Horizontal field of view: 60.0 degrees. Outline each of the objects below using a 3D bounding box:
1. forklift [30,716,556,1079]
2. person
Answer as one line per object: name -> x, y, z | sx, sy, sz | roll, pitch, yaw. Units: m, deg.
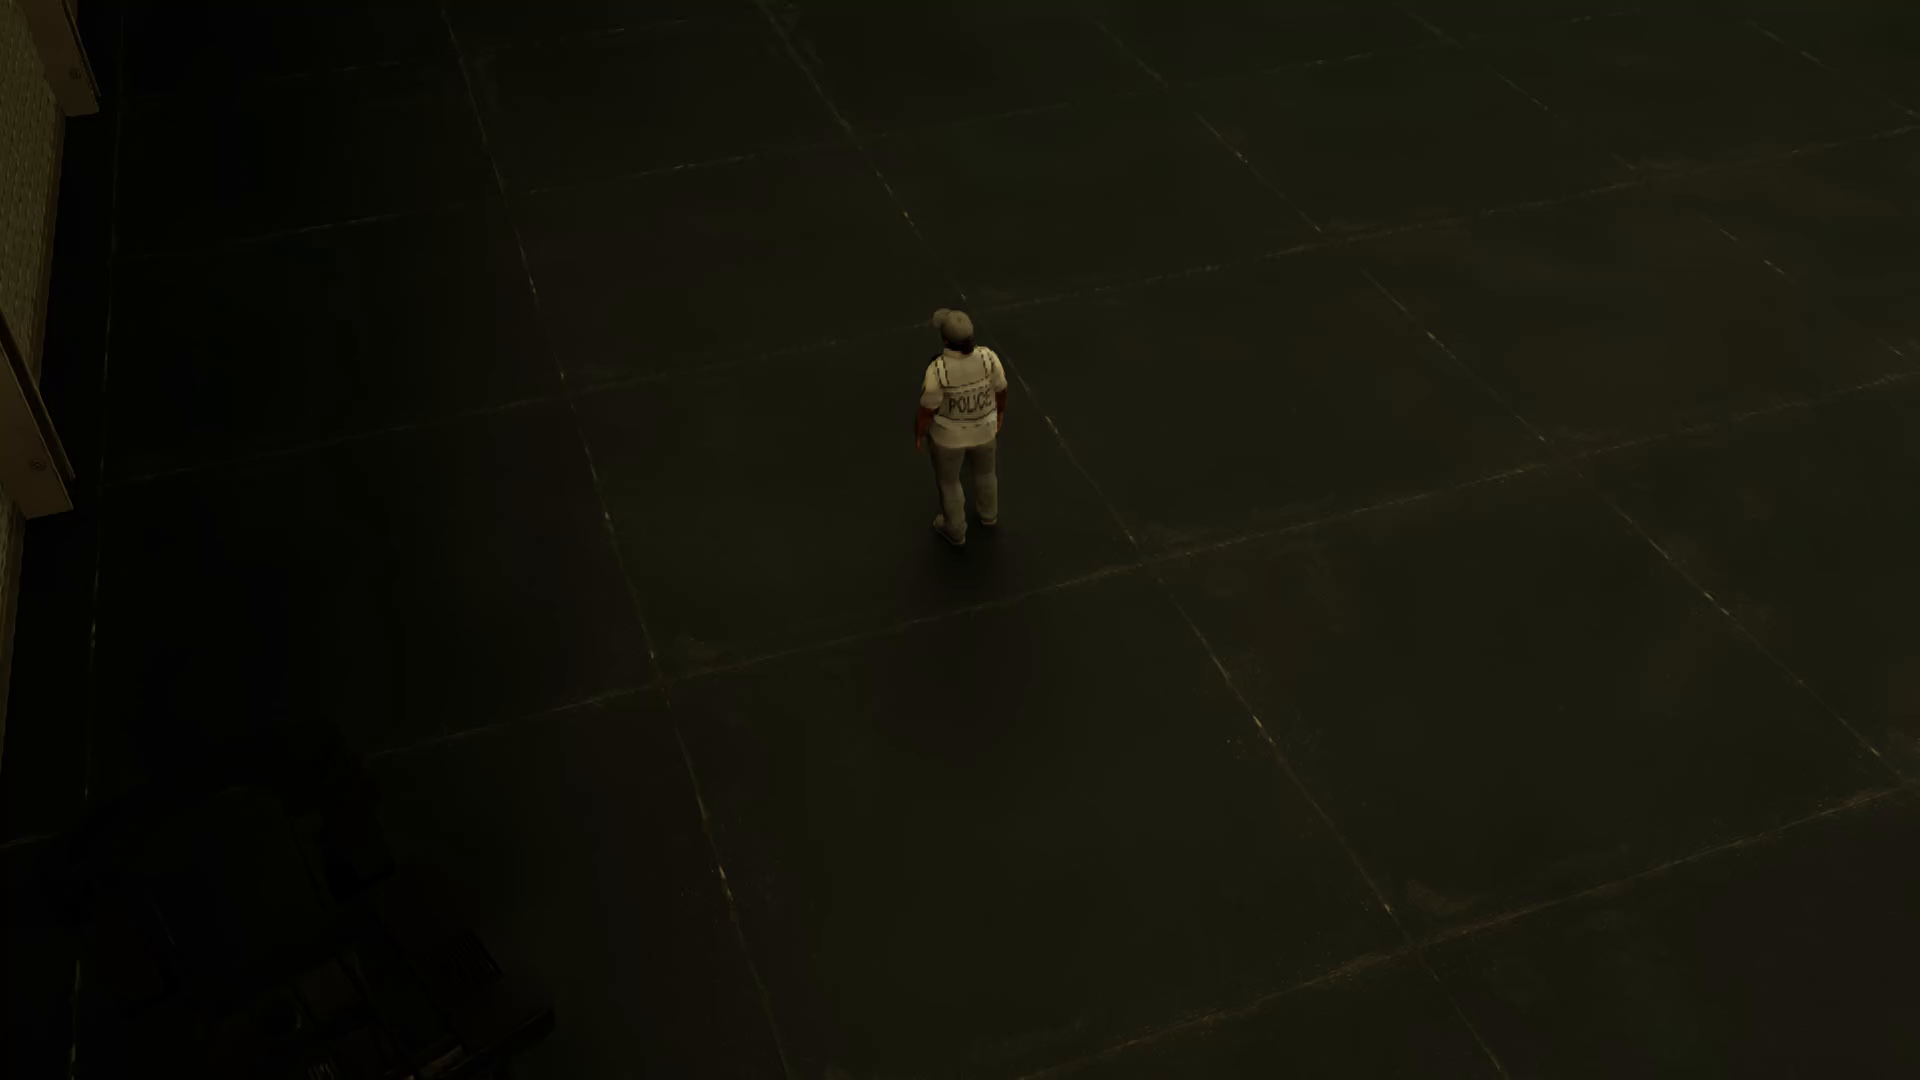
forklift -> -1.876, 2.124, 5.466 | 1.130, 2.935, 3.031 | -28, 48, -30
person -> -0.005, -0.695, 9.796 | 0.598, 1.669, 0.529 | -13, 42, -15
